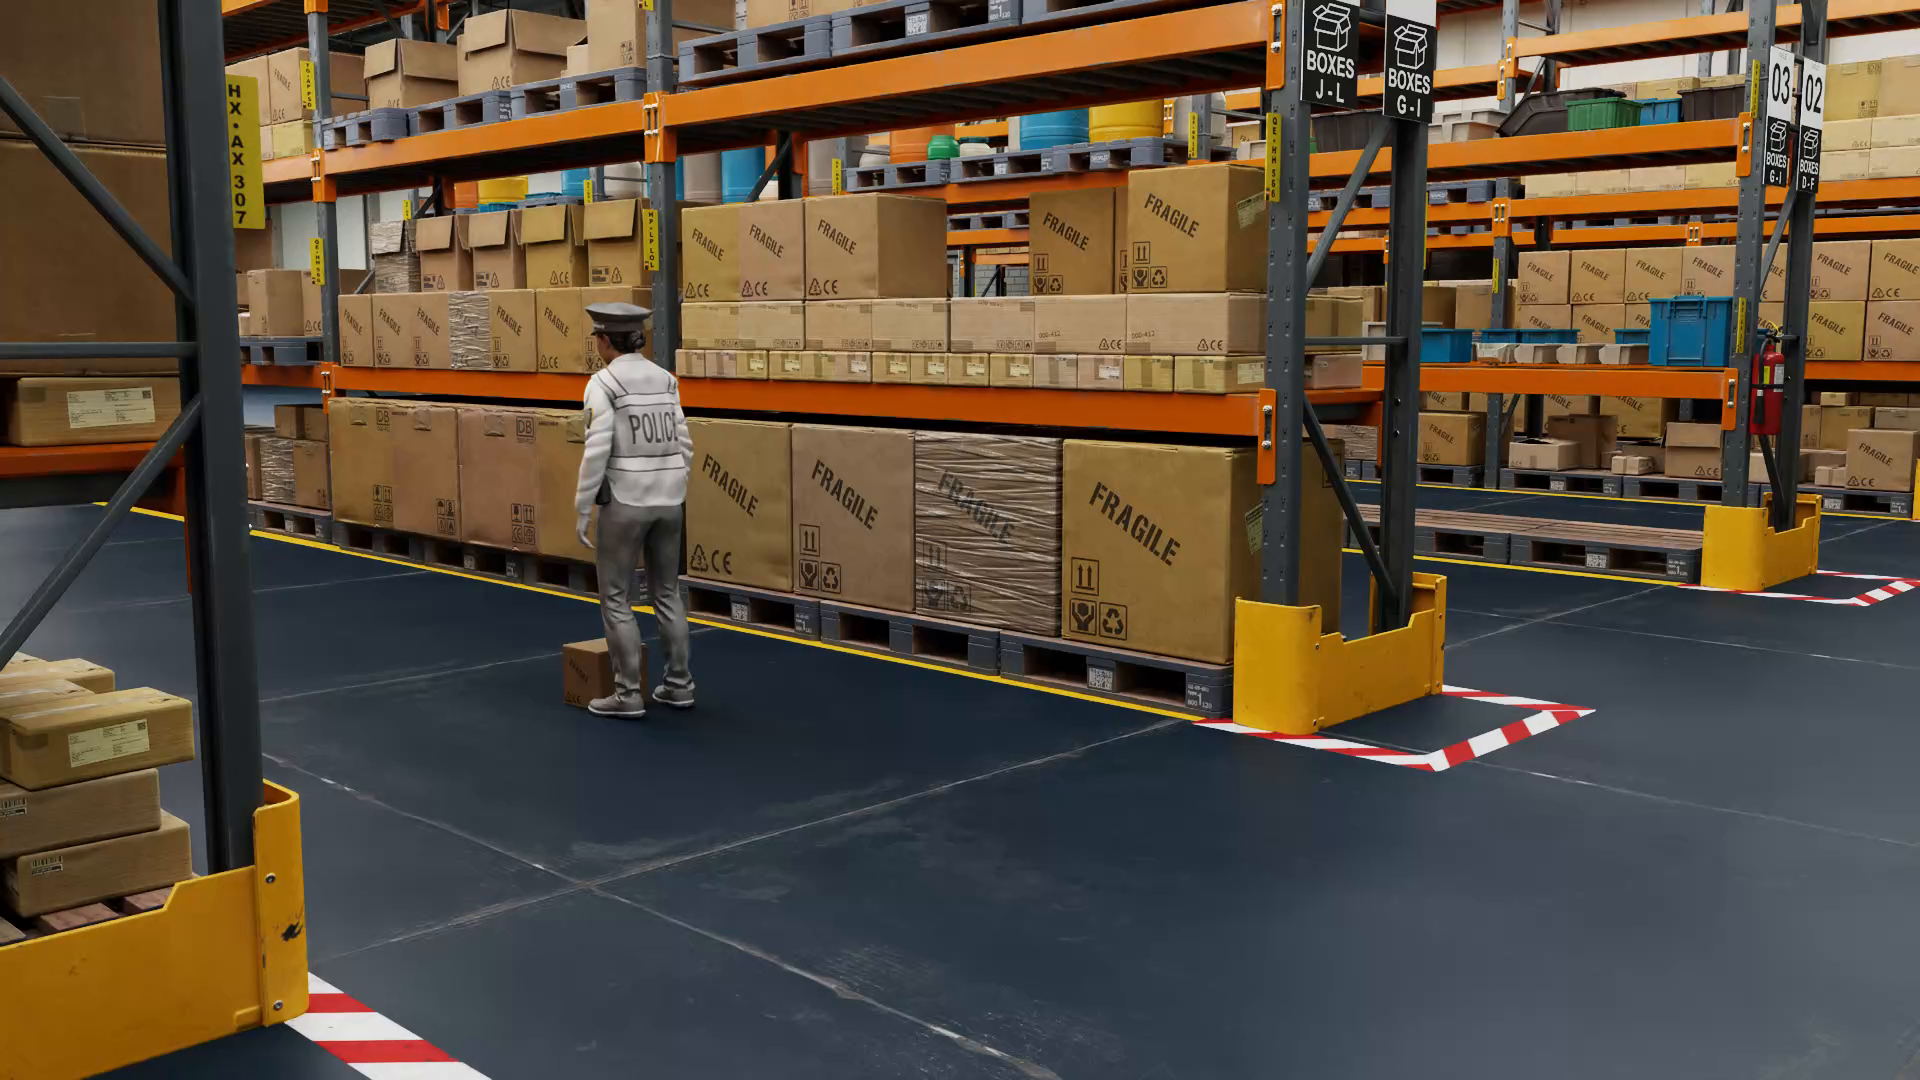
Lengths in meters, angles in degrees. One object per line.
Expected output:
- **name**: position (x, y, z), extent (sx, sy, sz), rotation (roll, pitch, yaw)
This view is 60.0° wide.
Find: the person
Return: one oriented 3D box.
- **person**: position (-1.311, -0.121, 6.708), extent (0.372, 1.666, 0.543), rotation (6, 10, 41)
